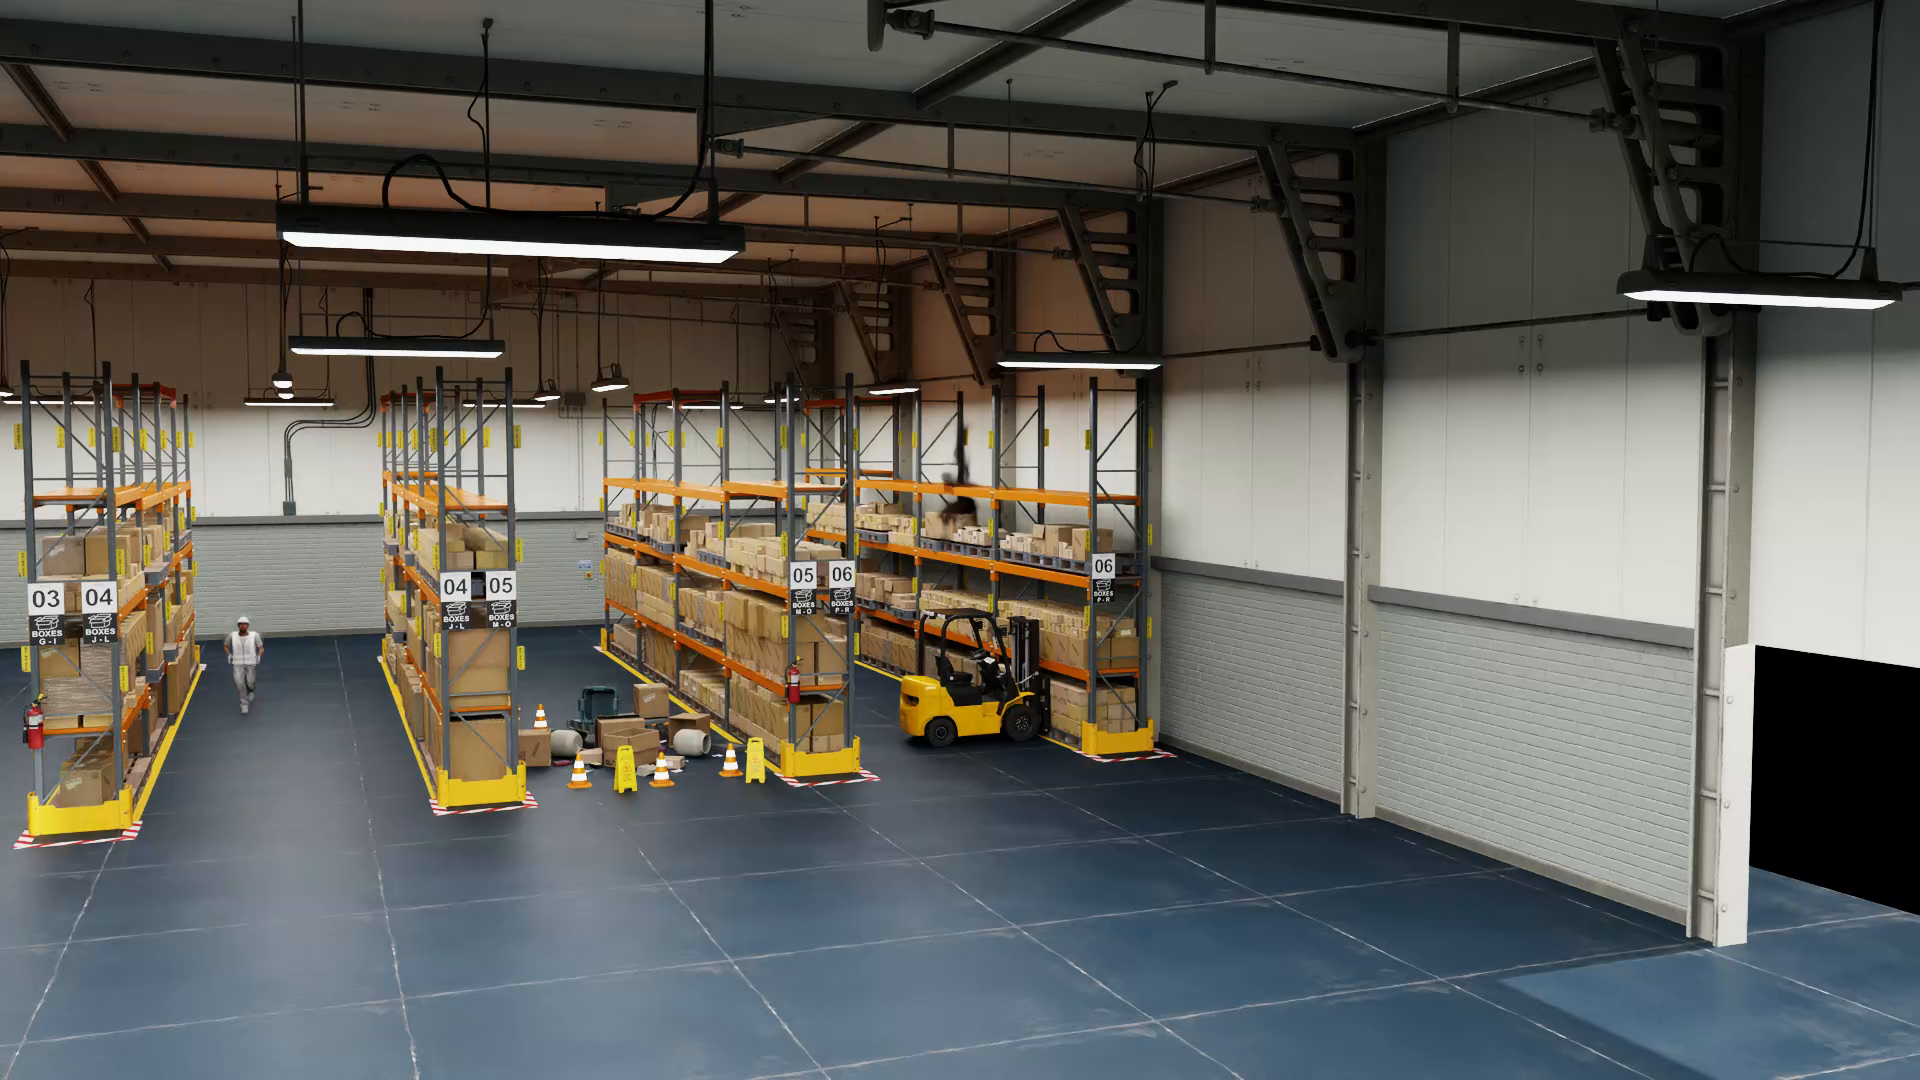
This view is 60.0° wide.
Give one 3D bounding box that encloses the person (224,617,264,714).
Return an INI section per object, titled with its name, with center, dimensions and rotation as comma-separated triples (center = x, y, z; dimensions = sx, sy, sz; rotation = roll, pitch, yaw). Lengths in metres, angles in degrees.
[person]
center = -13.207, 2.293, 30.667
dimensions = 0.681, 1.759, 0.778
rotation = -1, 4, -21
